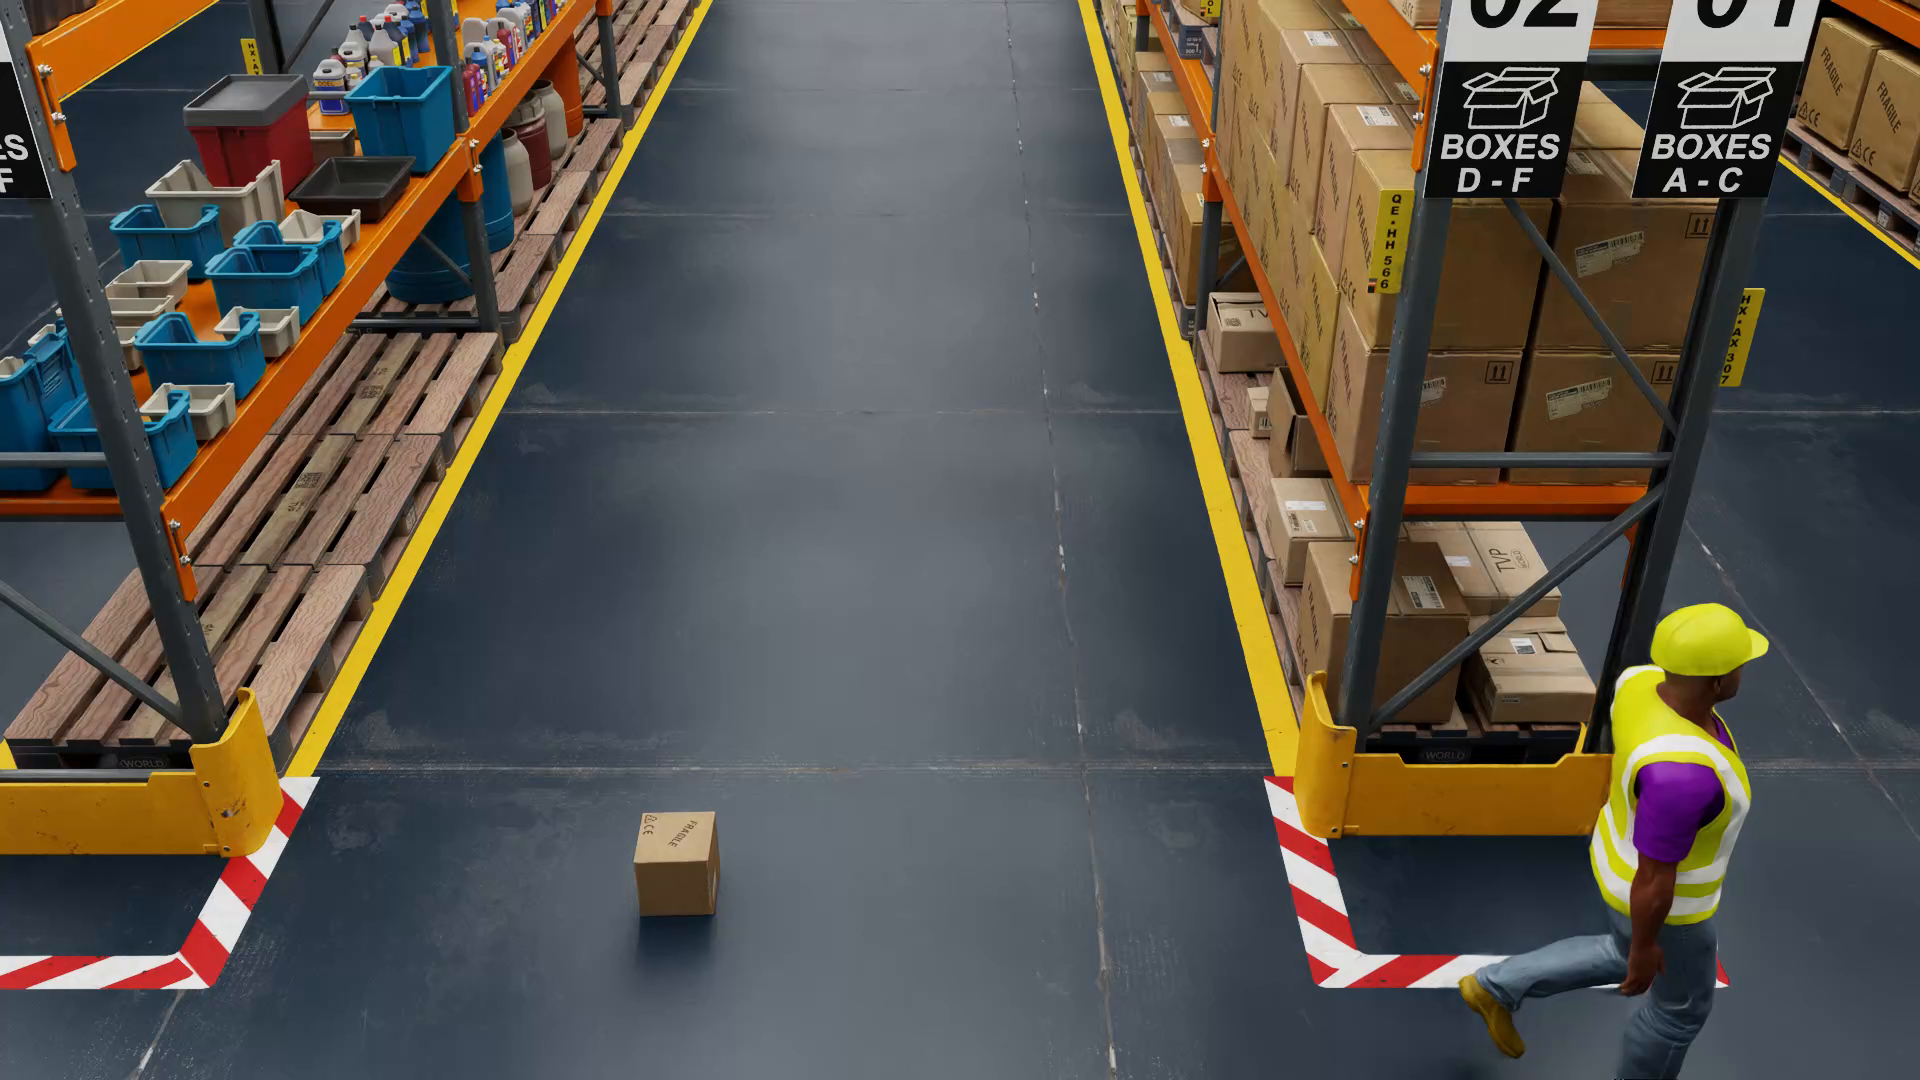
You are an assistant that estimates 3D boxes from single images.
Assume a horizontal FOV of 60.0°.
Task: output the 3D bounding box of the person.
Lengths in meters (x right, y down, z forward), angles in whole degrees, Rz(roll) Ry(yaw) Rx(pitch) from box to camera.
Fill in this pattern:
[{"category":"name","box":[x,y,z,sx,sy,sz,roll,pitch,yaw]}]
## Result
[{"category":"person","box":[-0.527,-3.243,11.417,8.535,1.745,15.404,6,32,9]}]
